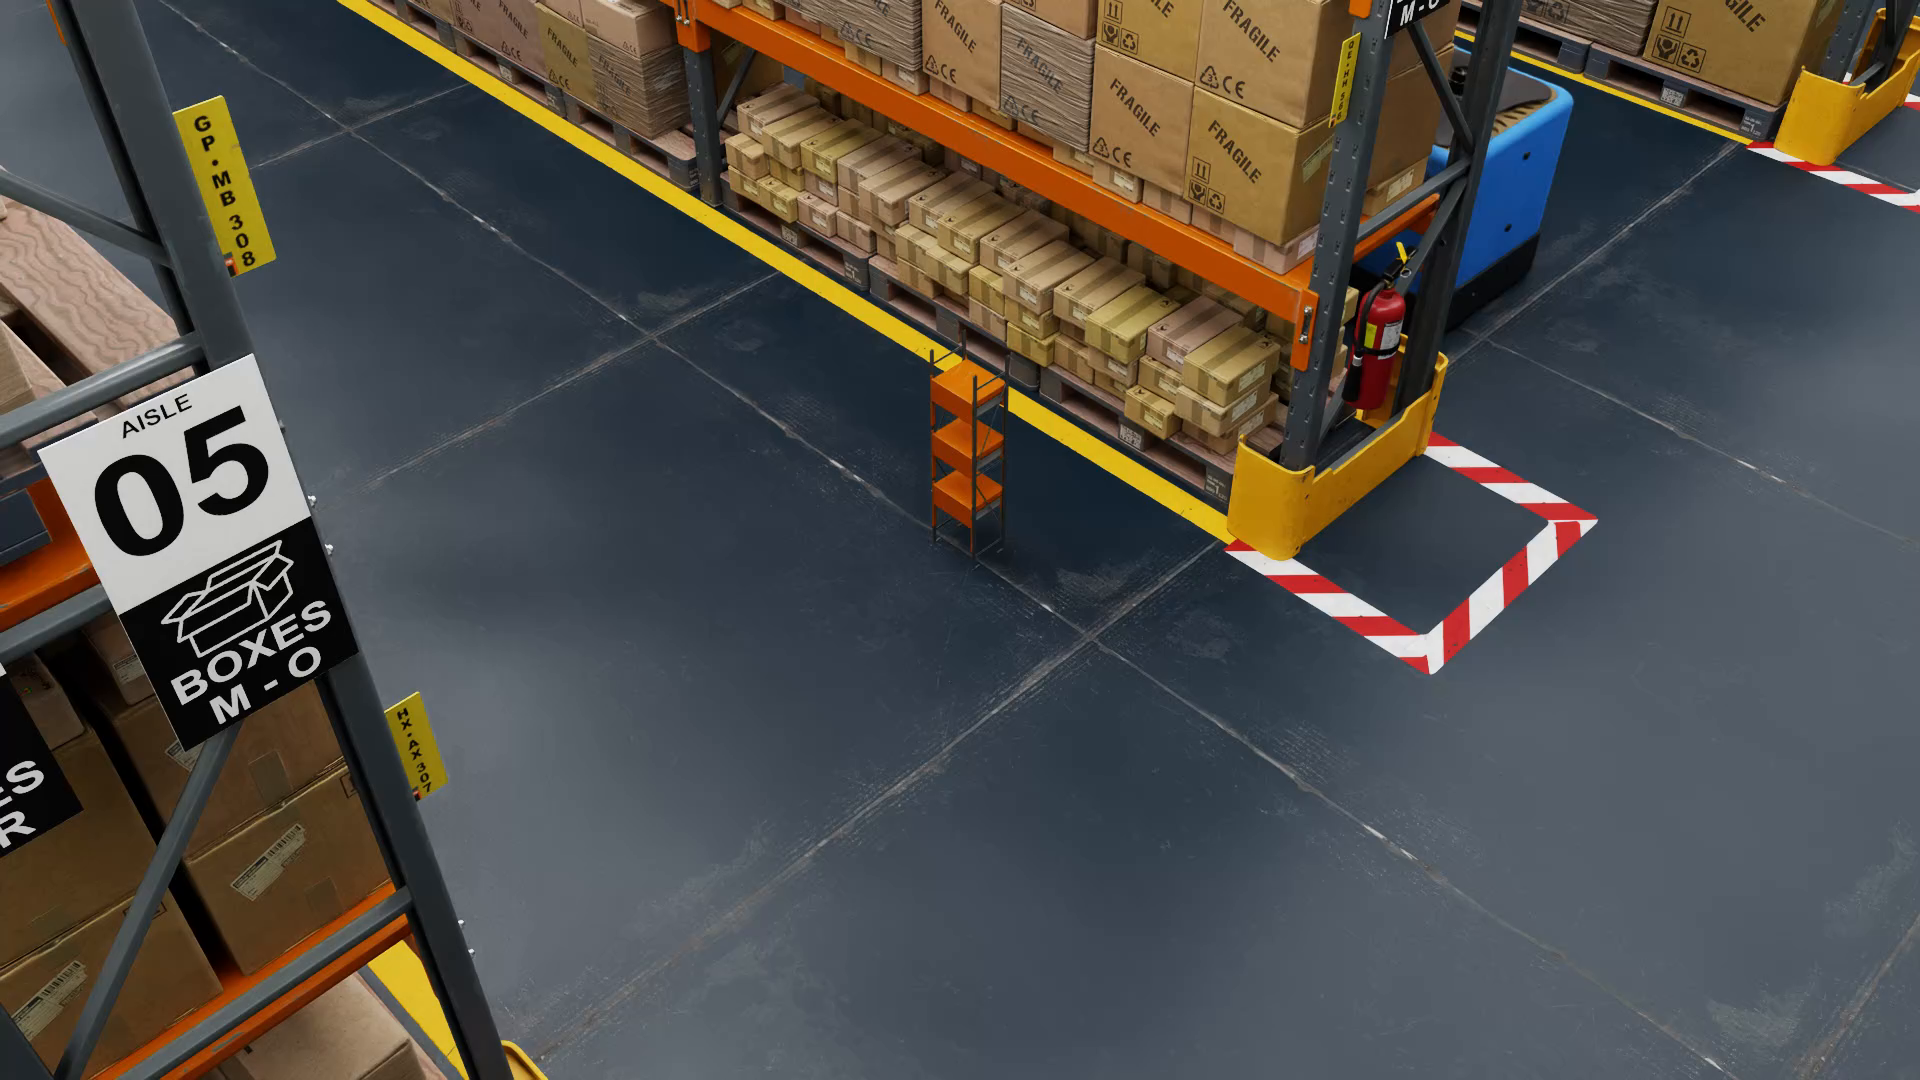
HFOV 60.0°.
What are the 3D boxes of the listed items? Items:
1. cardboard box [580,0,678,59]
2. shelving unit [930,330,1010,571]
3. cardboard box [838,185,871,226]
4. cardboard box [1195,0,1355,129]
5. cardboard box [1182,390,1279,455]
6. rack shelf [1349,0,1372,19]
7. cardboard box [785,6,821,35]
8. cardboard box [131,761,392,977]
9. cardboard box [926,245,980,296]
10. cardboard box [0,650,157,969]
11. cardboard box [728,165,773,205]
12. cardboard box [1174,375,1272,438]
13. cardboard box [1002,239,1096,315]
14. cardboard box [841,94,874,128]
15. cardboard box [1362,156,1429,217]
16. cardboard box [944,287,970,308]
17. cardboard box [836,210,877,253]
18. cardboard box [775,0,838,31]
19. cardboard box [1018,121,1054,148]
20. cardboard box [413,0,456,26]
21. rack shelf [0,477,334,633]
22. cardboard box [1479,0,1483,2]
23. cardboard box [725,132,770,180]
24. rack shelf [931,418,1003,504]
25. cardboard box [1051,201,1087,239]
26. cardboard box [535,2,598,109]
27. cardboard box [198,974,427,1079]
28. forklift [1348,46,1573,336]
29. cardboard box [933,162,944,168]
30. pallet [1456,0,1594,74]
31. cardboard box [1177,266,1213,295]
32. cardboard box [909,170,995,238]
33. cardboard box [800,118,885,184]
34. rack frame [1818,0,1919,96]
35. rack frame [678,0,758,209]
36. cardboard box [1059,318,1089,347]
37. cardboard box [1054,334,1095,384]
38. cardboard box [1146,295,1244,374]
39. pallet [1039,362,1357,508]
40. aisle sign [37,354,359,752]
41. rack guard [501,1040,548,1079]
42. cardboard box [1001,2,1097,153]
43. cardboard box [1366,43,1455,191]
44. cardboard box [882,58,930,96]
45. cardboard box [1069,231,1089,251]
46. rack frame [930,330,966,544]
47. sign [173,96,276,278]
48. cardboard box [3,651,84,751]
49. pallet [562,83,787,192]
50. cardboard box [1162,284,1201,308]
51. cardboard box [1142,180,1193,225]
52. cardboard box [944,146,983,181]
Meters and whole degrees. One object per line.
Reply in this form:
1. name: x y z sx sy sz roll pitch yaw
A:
1. cardboard box: -1.780 -2.987 9.370 0.500 0.250 0.500 33 52 30
2. shelving unit: 0.038 -0.360 6.983 0.215 1.050 0.252 -34 53 -31
3. cardboard box: -0.417 -1.818 8.697 0.250 0.149 0.380 32 51 30
4. cardboard box: 1.251 -1.931 6.217 0.500 0.500 0.500 33 52 31
5. cardboard box: 1.231 -0.577 7.573 0.380 0.149 0.250 -33 52 -31
6. rack shelf: 0.338 -3.116 6.849 1.077 0.370 4.000 -34 53 -31
7. cardboard box: -0.646 -2.662 8.223 0.250 0.149 0.380 32 51 30
8. cardboard box: -1.819 0.699 4.327 0.500 0.500 0.500 34 52 31
9. cardboard box: 0.050 -1.393 8.237 0.380 0.149 0.250 -34 52 -31
10. cardboard box: -2.192 0.582 3.716 0.500 0.500 0.500 -32 52 -30
11. cardboard box: -1.045 -2.017 9.132 0.250 0.149 0.380 32 51 30
12. cardboard box: 1.175 -0.650 7.433 0.250 0.149 0.380 33 52 30
13. cardboard box: 0.420 -1.245 7.857 0.380 0.149 0.250 -32 52 -30
14. cardboard box: -0.431 -2.415 9.123 0.380 0.149 0.250 -33 52 -31
15. cardboard box: 1.753 -1.538 7.006 0.250 0.149 0.380 34 52 31
16. cardboard box: 0.140 -1.324 8.381 0.380 0.149 0.250 -33 52 -30
17. cardboard box: -0.430 -1.697 8.785 0.250 0.149 0.380 33 52 31
18. cardboard box: -0.549 -2.792 7.886 0.500 0.500 0.500 -34 53 -31
19. cardboard box: 0.472 -1.907 7.406 0.250 0.149 0.380 32 51 30
20. cardboard box: -3.223 -3.695 10.689 0.500 0.500 0.500 -33 52 -31
21. rack shelf: -3.096 -0.695 4.229 1.077 0.370 4.000 -34 53 -31
22. cardboard box: 3.553 -4.154 10.908 0.875 0.875 0.875 -34 53 -31
23. cardboard box: -1.045 -2.128 9.032 0.380 0.149 0.250 -32 51 -30
24. rack shelf: 0.038 -0.352 6.990 0.215 0.259 0.240 -34 53 -31
25. cardboard box: 0.677 -1.680 8.328 0.380 0.149 0.250 -33 52 -31
26. cardboard box: -2.138 -2.957 9.889 0.500 0.500 0.500 33 52 30
27. cardboard box: -2.220 1.621 4.981 0.875 0.438 0.875 32 52 30
28. forklift: 1.651 -2.980 8.432 1.130 2.935 3.031 -33 52 -31
29. cardboard box: -0.118 -2.045 8.942 0.380 0.149 0.250 -34 52 -31
30. pallet: 3.856 -3.554 11.058 1.003 0.211 1.213 -34 53 -31
31. cardboard box: 1.254 -1.315 7.933 0.250 0.149 0.380 34 53 31
32. cardboard box: -0.039 -1.674 8.322 0.250 0.149 0.380 32 51 30
33. cardboard box: -0.612 -2.041 8.719 0.250 0.149 0.380 33 52 31
34. rack frame: 5.333 -3.646 9.102 1.000 3.000 0.127 -34 53 -31
35. rack frame: -1.075 -3.239 8.662 1.000 3.000 0.127 -34 53 -31
36. cardboard box: 0.690 -1.078 7.895 0.250 0.149 0.380 34 52 31
37. cardboard box: 0.668 -0.933 7.958 0.380 0.149 0.250 -34 52 -31
38. cardboard box: 1.060 -0.924 7.510 0.380 0.149 0.250 -33 52 -31
39. pallet: 1.148 -0.737 8.009 1.003 0.211 1.213 -34 53 -31
40. aisle sign: -1.427 0.045 3.193 0.394 0.787 0.004 -34 53 -31
41. rack guard: -1.666 2.034 4.798 1.175 0.500 0.348 -34 53 -31
42. cardboard box: 0.526 -2.045 7.077 0.500 0.500 0.500 -34 52 -31
43. cardboard box: 1.629 -1.811 6.824 0.500 0.500 0.500 -32 51 -30
44. cardboard box: -0.142 -2.244 7.771 0.380 0.149 0.250 -32 51 -30
45. cardboard box: 0.593 -1.510 8.363 0.380 0.149 0.250 -31 51 -29
46. rack frame: -0.048 -0.418 7.047 0.200 1.050 0.008 -34 53 -31
47. sign: -1.286 -0.611 2.906 0.100 0.325 0.005 -34 53 -31
48. cardboard box: -2.079 0.385 3.452 0.380 0.149 0.250 -33 52 -31
49. pallet: -1.626 -2.588 10.013 1.003 0.211 1.213 -34 53 -31
50. cardboard box: 1.173 -1.142 7.965 0.380 0.149 0.250 -33 52 -31
51. cardboard box: 0.983 -1.497 6.962 0.250 0.149 0.380 34 52 31
52. cardboard box: 0.135 -2.051 8.729 0.250 0.149 0.380 32 51 30
